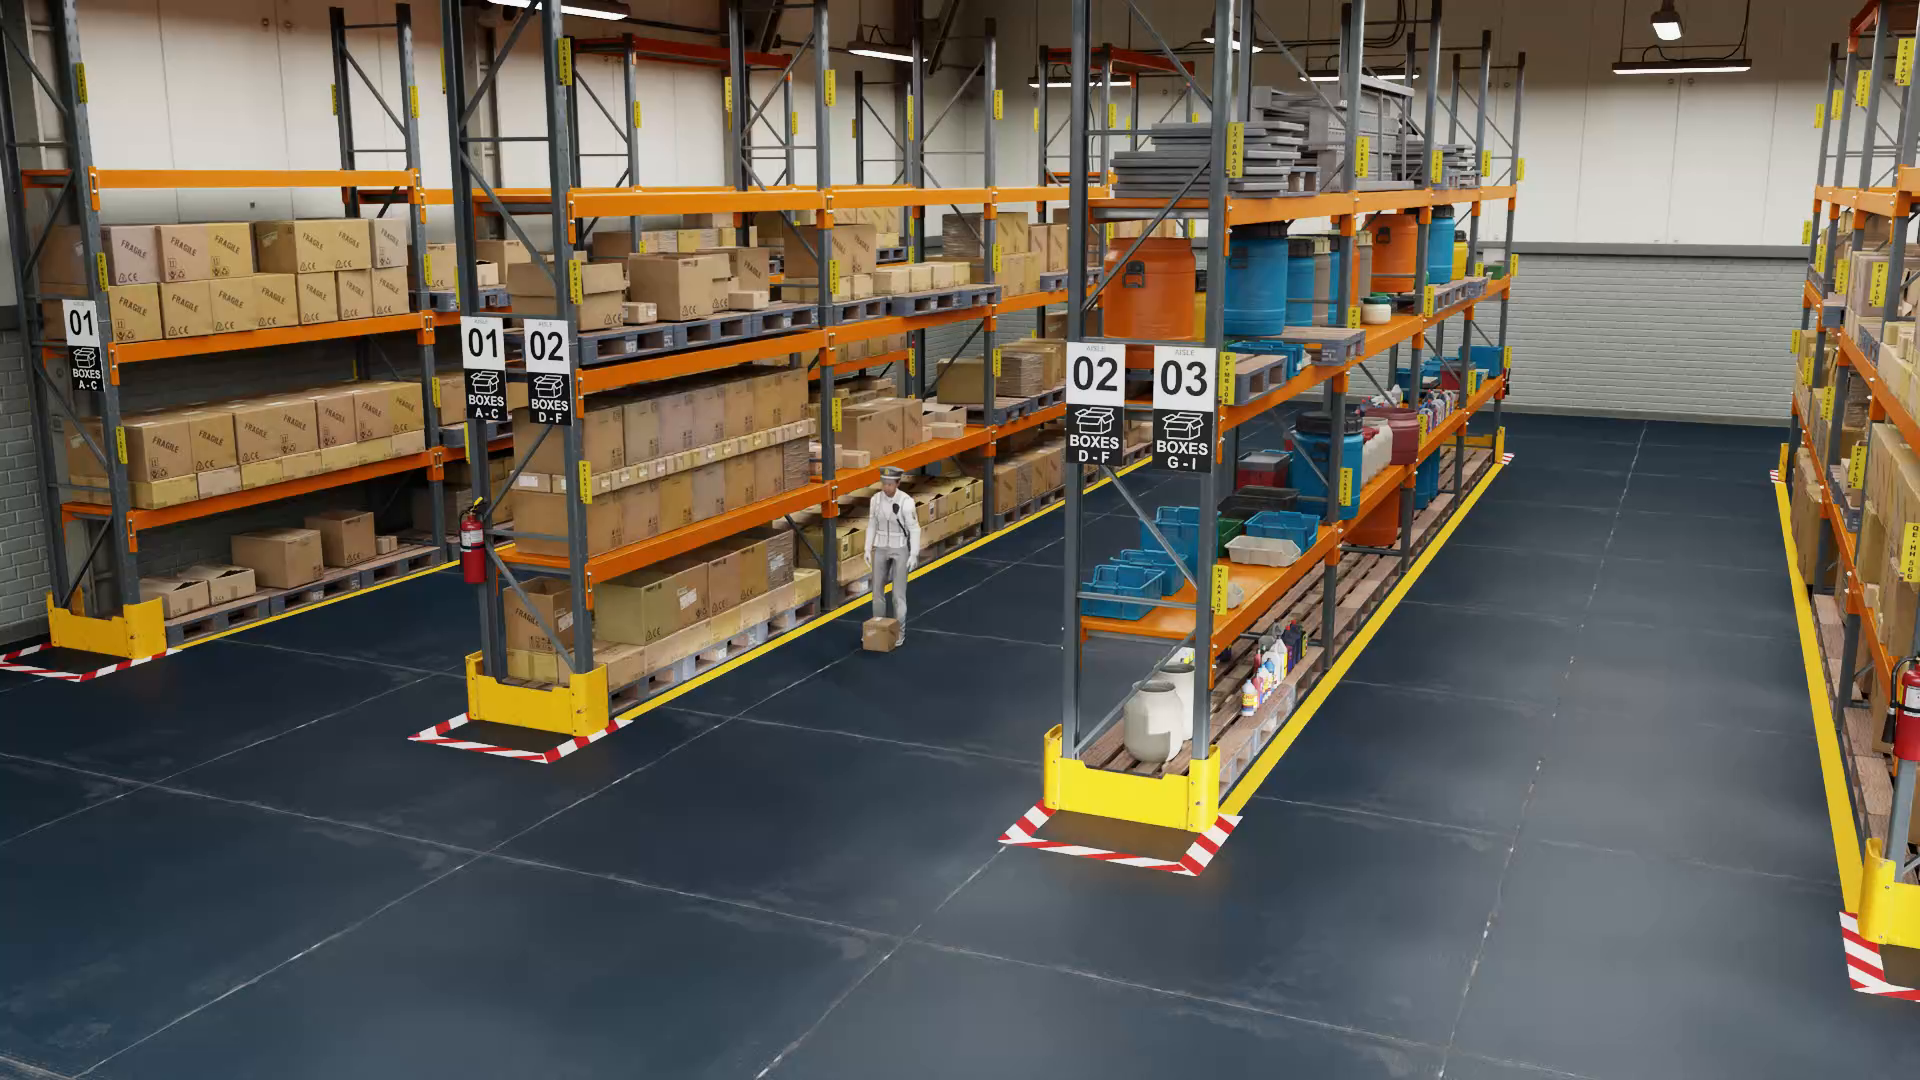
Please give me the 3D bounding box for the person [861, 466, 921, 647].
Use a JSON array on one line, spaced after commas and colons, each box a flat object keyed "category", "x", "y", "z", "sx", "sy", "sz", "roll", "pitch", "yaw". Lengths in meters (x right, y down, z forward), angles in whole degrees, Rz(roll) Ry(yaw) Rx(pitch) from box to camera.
[{"category": "person", "x": -0.635, "y": 0.133, "z": 15.344, "sx": 0.545, "sy": 1.666, "sz": 0.407, "roll": 5, "pitch": 13, "yaw": 21}]
